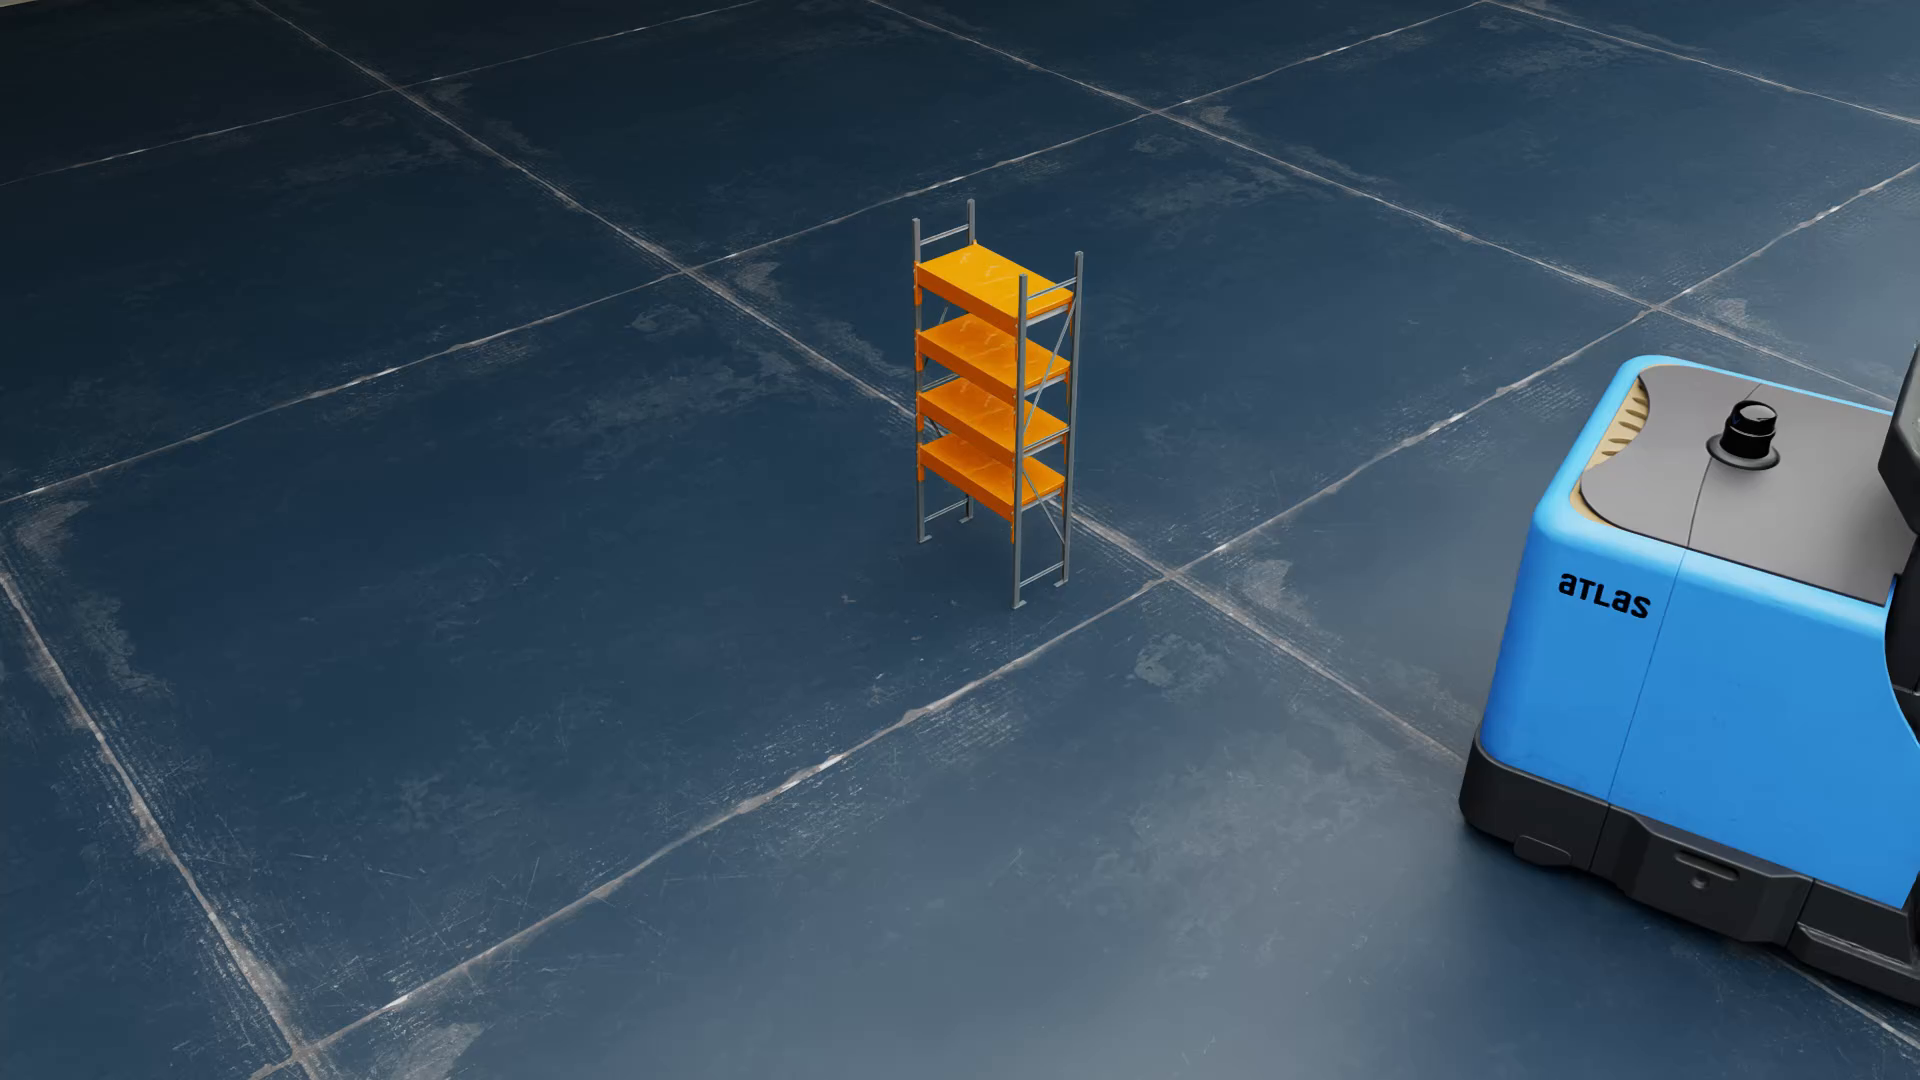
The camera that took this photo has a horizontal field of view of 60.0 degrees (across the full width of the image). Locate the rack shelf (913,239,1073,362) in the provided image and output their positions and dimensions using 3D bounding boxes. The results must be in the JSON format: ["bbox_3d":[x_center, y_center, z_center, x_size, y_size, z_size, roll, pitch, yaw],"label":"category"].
[{"bbox_3d":[0.107,-0.737,5.073,0.258,0.148,0.480,-26,43,-32],"label":"rack shelf"}]

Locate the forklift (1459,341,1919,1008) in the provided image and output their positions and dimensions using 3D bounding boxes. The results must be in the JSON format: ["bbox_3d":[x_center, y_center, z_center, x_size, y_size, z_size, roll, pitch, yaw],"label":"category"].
[{"bbox_3d":[2.900,-0.173,3.459,3.031,2.935,1.130,20,40,25],"label":"forklift"}]

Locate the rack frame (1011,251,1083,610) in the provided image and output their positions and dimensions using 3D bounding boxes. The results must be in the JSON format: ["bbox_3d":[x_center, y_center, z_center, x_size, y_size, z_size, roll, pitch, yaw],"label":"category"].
[{"bbox_3d":[0.264,-0.309,5.148,0.240,1.200,0.015,-26,43,-32],"label":"rack frame"}]

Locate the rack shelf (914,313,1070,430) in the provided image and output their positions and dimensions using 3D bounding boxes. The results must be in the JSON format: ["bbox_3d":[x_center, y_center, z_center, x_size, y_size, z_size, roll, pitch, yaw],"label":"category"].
[{"bbox_3d":[0.107,-0.544,5.210,0.258,0.148,0.480,-26,43,-32],"label":"rack shelf"}]

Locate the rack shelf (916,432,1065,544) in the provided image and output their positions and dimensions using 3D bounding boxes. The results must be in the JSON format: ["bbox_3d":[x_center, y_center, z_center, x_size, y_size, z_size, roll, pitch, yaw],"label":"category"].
[{"bbox_3d":[0.107,-0.200,5.454,0.258,0.148,0.480,-26,43,-32],"label":"rack shelf"}]

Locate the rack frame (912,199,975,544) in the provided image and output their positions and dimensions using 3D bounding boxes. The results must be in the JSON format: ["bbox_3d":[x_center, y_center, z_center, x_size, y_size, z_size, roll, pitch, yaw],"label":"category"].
[{"bbox_3d":[-0.051,-0.524,5.452,0.240,1.200,0.015,-26,43,-32],"label":"rack frame"}]

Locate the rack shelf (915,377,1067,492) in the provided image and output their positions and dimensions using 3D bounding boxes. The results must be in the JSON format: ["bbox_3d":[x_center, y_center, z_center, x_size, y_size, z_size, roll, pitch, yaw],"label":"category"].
[{"bbox_3d":[0.107,-0.362,5.339,0.258,0.148,0.480,-26,43,-32],"label":"rack shelf"}]

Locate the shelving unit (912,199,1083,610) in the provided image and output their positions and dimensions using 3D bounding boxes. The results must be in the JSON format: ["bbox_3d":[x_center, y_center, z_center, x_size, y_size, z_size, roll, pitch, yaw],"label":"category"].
[{"bbox_3d":[0.107,-0.417,5.300,0.258,1.200,0.503,-26,43,-32],"label":"shelving unit"}]
